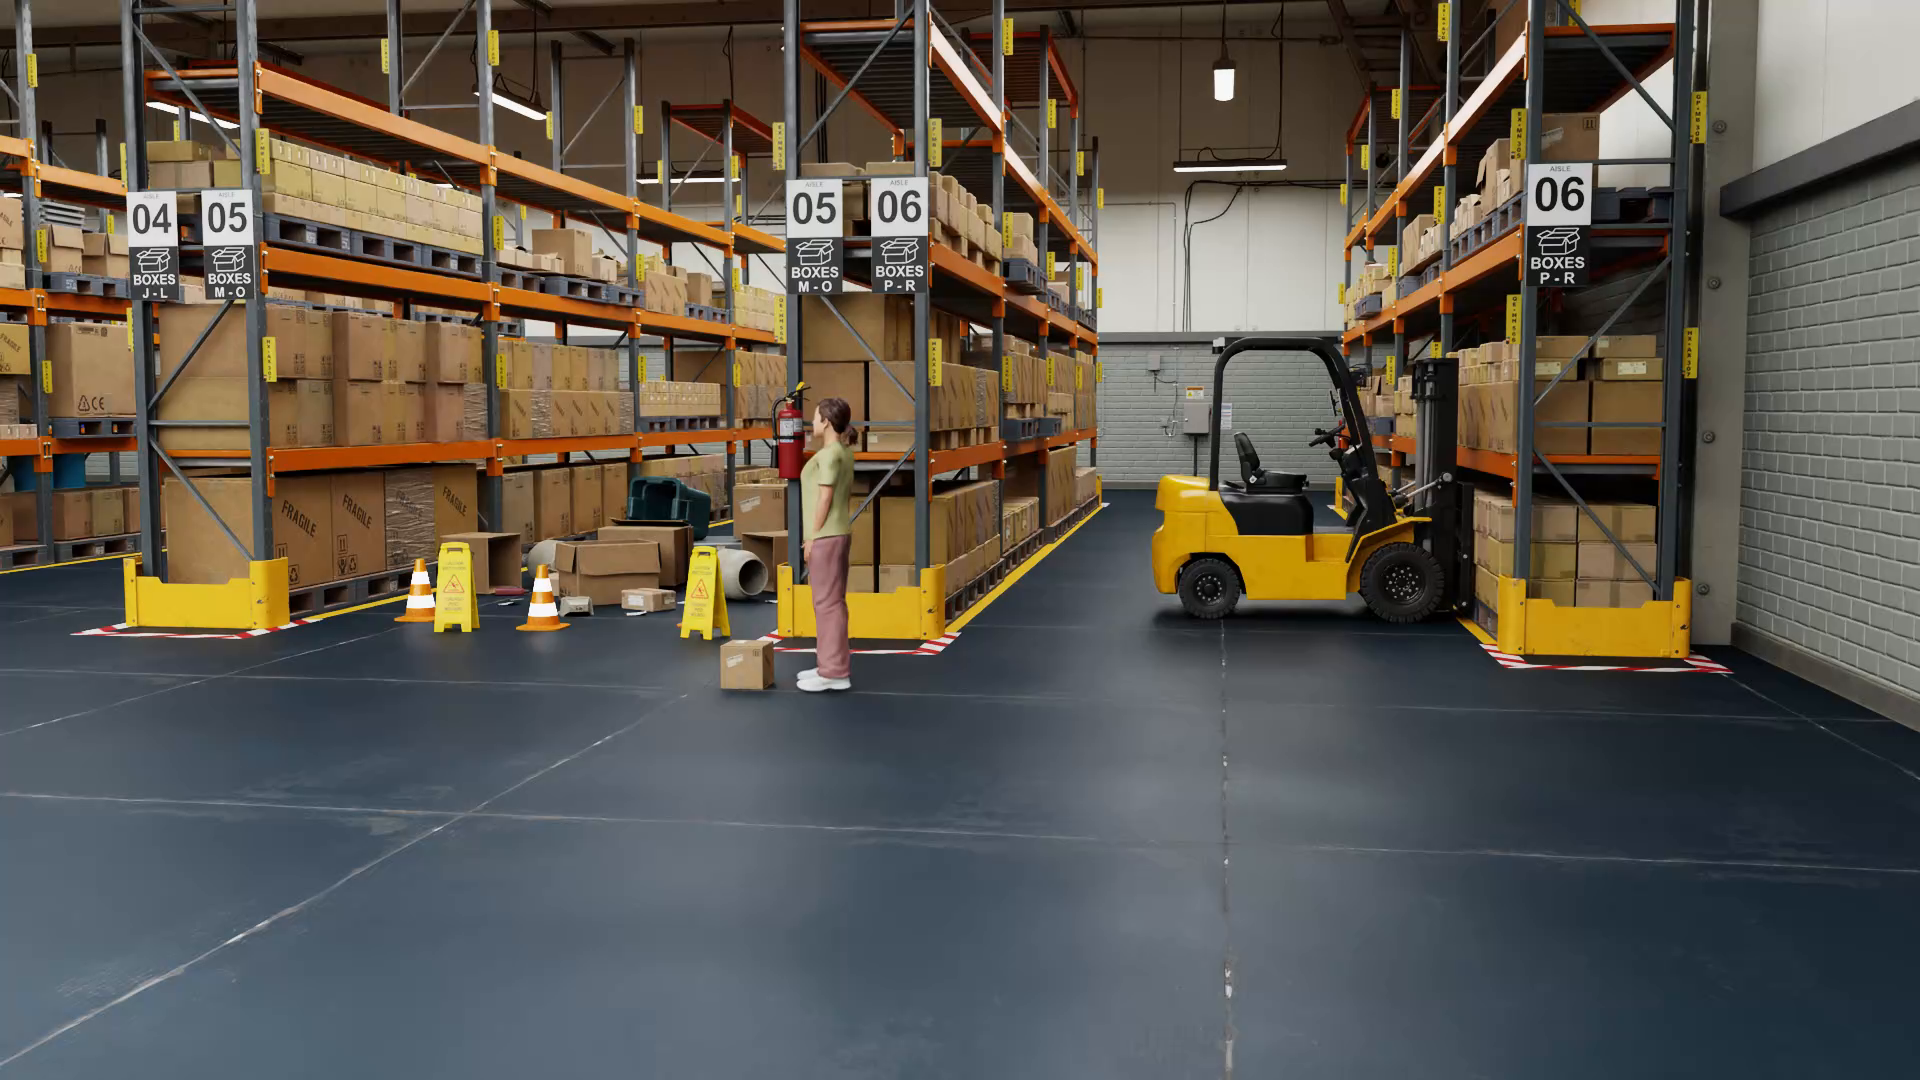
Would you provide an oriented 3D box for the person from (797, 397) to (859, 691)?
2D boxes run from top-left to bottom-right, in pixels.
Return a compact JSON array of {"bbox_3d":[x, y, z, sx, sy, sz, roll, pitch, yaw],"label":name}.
[{"bbox_3d":[-0.773,0.015,9.574,0.409,1.673,0.444,1,5,9],"label":"person"}]
